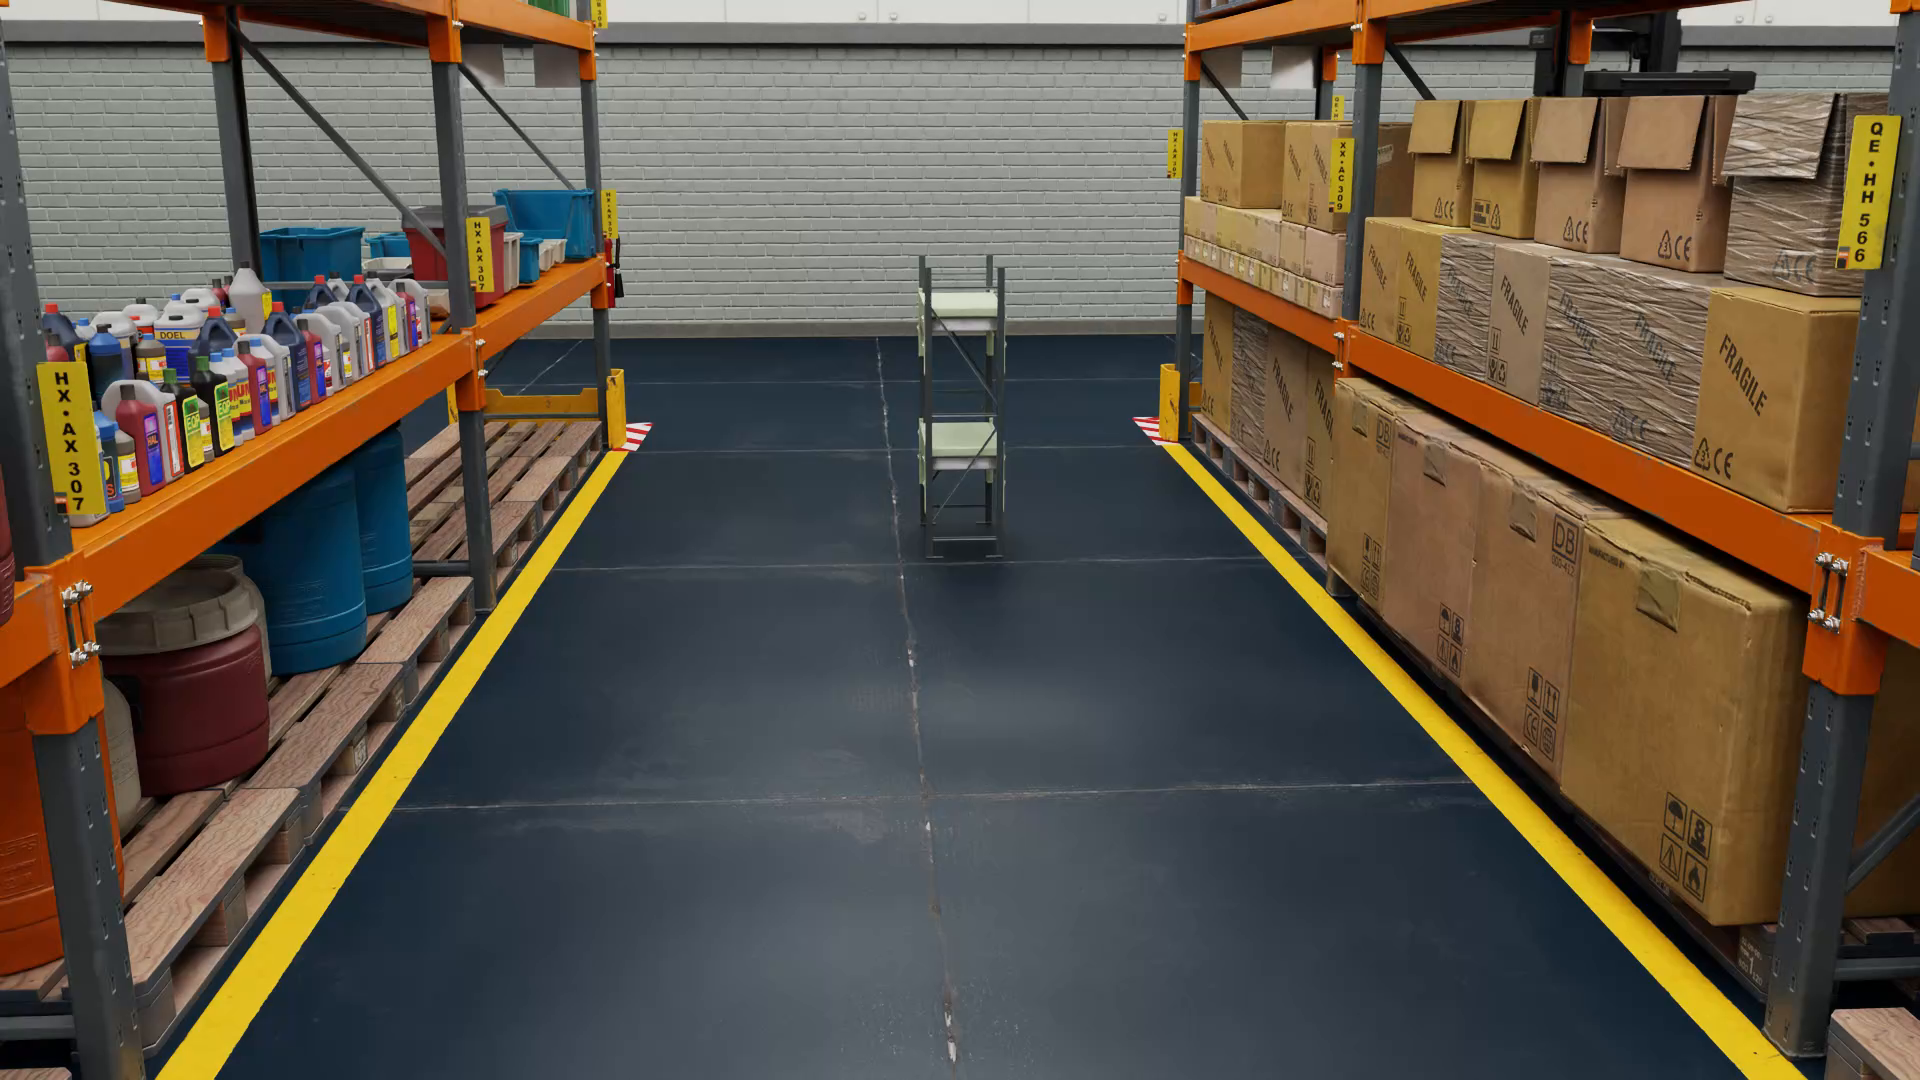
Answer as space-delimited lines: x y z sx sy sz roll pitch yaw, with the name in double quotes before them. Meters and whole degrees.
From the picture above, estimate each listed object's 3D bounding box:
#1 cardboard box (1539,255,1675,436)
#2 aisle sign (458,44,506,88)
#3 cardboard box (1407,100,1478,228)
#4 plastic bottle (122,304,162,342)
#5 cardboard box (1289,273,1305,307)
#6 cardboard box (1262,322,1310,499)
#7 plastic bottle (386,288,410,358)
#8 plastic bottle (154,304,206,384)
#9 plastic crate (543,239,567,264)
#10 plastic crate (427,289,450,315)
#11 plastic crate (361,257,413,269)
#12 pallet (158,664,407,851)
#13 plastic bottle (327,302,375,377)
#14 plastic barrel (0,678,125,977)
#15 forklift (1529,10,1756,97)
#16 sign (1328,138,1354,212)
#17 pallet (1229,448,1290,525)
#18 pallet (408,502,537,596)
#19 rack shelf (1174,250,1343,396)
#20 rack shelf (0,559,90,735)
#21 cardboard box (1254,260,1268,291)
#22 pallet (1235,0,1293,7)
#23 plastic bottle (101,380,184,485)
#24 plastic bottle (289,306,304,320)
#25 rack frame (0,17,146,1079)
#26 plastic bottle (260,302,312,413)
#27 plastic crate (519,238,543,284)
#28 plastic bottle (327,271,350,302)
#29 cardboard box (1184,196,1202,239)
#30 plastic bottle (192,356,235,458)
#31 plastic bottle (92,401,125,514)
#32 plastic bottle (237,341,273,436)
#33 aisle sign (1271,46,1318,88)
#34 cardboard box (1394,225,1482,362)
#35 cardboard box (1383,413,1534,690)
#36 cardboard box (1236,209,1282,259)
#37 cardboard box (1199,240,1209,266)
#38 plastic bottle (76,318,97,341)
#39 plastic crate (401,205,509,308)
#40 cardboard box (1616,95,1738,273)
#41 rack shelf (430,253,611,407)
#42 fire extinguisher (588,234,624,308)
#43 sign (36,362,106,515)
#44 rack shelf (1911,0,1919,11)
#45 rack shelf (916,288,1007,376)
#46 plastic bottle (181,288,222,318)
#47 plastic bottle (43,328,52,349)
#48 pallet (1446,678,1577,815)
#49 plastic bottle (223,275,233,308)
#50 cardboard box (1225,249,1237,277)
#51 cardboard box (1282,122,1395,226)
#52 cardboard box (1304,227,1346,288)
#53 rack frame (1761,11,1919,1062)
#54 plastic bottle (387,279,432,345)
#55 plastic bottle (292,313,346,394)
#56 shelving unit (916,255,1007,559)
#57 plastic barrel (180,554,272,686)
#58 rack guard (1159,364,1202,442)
"cardboard box" 2.183 -0.621 5.218 0.500 0.500 0.500 -1 14 -5
"aisle sign" -3.219 -3.386 10.948 0.394 0.787 0.004 -1 14 -3
"cardboard box" 2.321 -1.570 6.896 0.797 0.503 0.637 -1 14 -5
"plastic bottle" -2.964 -0.707 6.004 0.152 0.276 0.135 -1 14 -3
"cardboard box" 1.895 -1.272 8.454 0.380 0.149 0.250 -1 14 -4
"cardboard box" 2.256 -0.758 9.376 0.875 0.875 0.875 -1 14 -3
"plastic bottle" -2.301 -0.874 6.654 0.152 0.276 0.135 -1 14 -3
"plastic bottle" -2.813 -0.709 6.013 0.152 0.276 0.135 -1 14 -3
"plastic crate" -2.687 -1.815 10.468 0.396 0.136 0.243 -1 14 -3
"plastic crate" -2.556 -1.138 7.837 0.396 0.136 0.243 -1 14 -3
"plastic crate" -3.078 -1.448 9.044 0.293 0.136 0.466 -1 14 -3
"pallet" -2.585 0.729 5.771 1.003 0.211 1.213 -1 14 -3
"plastic bottle" -2.269 -0.749 6.167 0.152 0.276 0.135 -1 14 -3
"plastic barrel" -2.470 0.603 4.177 0.600 0.830 0.708 -1 14 -3
"forklift" 4.426 -2.037 11.062 1.130 2.935 3.031 -1 14 -5
"sign" 1.719 -1.644 7.498 0.100 0.325 0.005 -1 14 -3
"pallet" 2.226 -0.339 9.920 1.003 0.211 1.213 -1 14 -3
"pallet" -2.754 0.050 8.409 1.003 0.211 1.213 -1 14 -3
"rack shelf" 2.149 -1.344 9.673 1.077 0.370 4.000 -1 14 -3
"rack shelf" -2.298 0.722 1.644 1.077 0.370 4.000 -1 14 -3
"cardboard box" 1.847 -1.464 9.199 0.380 0.149 0.250 -1 14 -4
"pallet" 2.160 -3.111 9.256 1.003 0.211 1.213 -1 14 -3
"plastic bottle" -2.155 -0.291 4.387 0.152 0.276 0.135 -1 14 -3
"plastic bottle" -2.384 -0.707 6.012 0.097 0.271 0.097 0 14 0
"rack frame" -2.419 -0.124 3.487 0.949 2.616 0.053 -1 14 -3
"plastic bottle" -2.218 -0.597 5.426 0.144 0.351 0.185 -1 14 -3
"plastic crate" -2.535 -1.554 9.264 0.416 0.233 0.300 -1 14 -3
"plastic bottle" -2.431 -0.869 6.482 0.144 0.351 0.185 -1 14 -3
"cardboard box" 1.786 -2.138 11.018 0.500 0.250 0.500 -1 14 -5
"plastic bottle" -2.132 -0.386 4.742 0.061 0.283 0.133 -1 14 -3
"plastic bottle" -2.106 -0.203 4.054 0.097 0.271 0.097 0 14 0
"plastic bottle" -2.153 -0.468 5.059 0.061 0.283 0.133 -1 14 -3
"aisle sign" 2.320 -3.471 11.281 0.394 0.787 0.004 -1 14 -3
"cardboard box" 2.084 -1.000 6.693 0.500 0.500 0.500 -1 14 -3
"cardboard box" 2.389 0.012 6.382 1.225 0.875 0.875 -1 14 -5
"cardboard box" 1.890 -1.754 9.527 0.500 0.250 0.500 -1 14 -5
"cardboard box" 1.752 -1.847 10.690 0.380 0.149 0.250 -1 14 -5
"plastic bottle" -2.970 -0.618 5.666 0.097 0.271 0.097 0 14 0
"plastic crate" -2.475 -1.404 8.216 0.402 0.464 0.583 -1 14 -3
"cardboard box" 2.454 -1.079 4.985 0.797 0.503 0.637 -1 14 -2
"rack shelf" -2.794 -1.267 9.376 1.077 0.370 4.000 -1 14 -3
"fire extinguisher" -2.474 -1.940 11.449 0.296 0.674 0.183 -1 14 -3
"sign" -1.874 -0.213 3.507 0.100 0.325 0.005 -1 14 -3
"rack shelf" 2.645 -0.807 1.567 1.077 0.370 4.000 -1 14 -3
"rack shelf" 0.000 -1.103 8.736 0.431 0.370 0.720 -1 14 -3
"plastic bottle" -2.999 -0.846 6.545 0.152 0.276 0.135 -1 14 -3
"plastic bottle" -2.903 -0.525 5.283 0.061 0.283 0.133 -1 14 -3
"pallet" 2.475 0.650 6.075 1.003 0.211 1.213 -1 14 -3
"plastic bottle" -3.073 -0.964 6.988 0.061 0.283 0.133 -1 14 -3
"cardboard box" 1.800 -1.655 9.943 0.380 0.149 0.250 -1 14 -4
"cardboard box" 1.951 -1.864 8.452 0.500 0.500 0.500 -1 14 -3
"cardboard box" 1.984 -1.372 8.043 0.500 0.250 0.500 -1 14 -4
"rack frame" 2.521 -0.200 3.784 1.000 3.000 0.127 -1 14 -3
"plastic bottle" -2.323 -0.965 7.007 0.152 0.276 0.135 -1 14 -3
"plastic bottle" -2.247 -0.658 5.813 0.152 0.276 0.135 -1 14 -3
"shelving unit" 0.000 -0.725 8.833 0.431 1.500 0.755 -1 14 -3
"plastic barrel" -2.664 0.337 5.849 0.421 0.512 0.421 0 14 0
"rack guard" 2.024 -0.985 11.852 1.175 0.500 0.348 -1 14 -3
